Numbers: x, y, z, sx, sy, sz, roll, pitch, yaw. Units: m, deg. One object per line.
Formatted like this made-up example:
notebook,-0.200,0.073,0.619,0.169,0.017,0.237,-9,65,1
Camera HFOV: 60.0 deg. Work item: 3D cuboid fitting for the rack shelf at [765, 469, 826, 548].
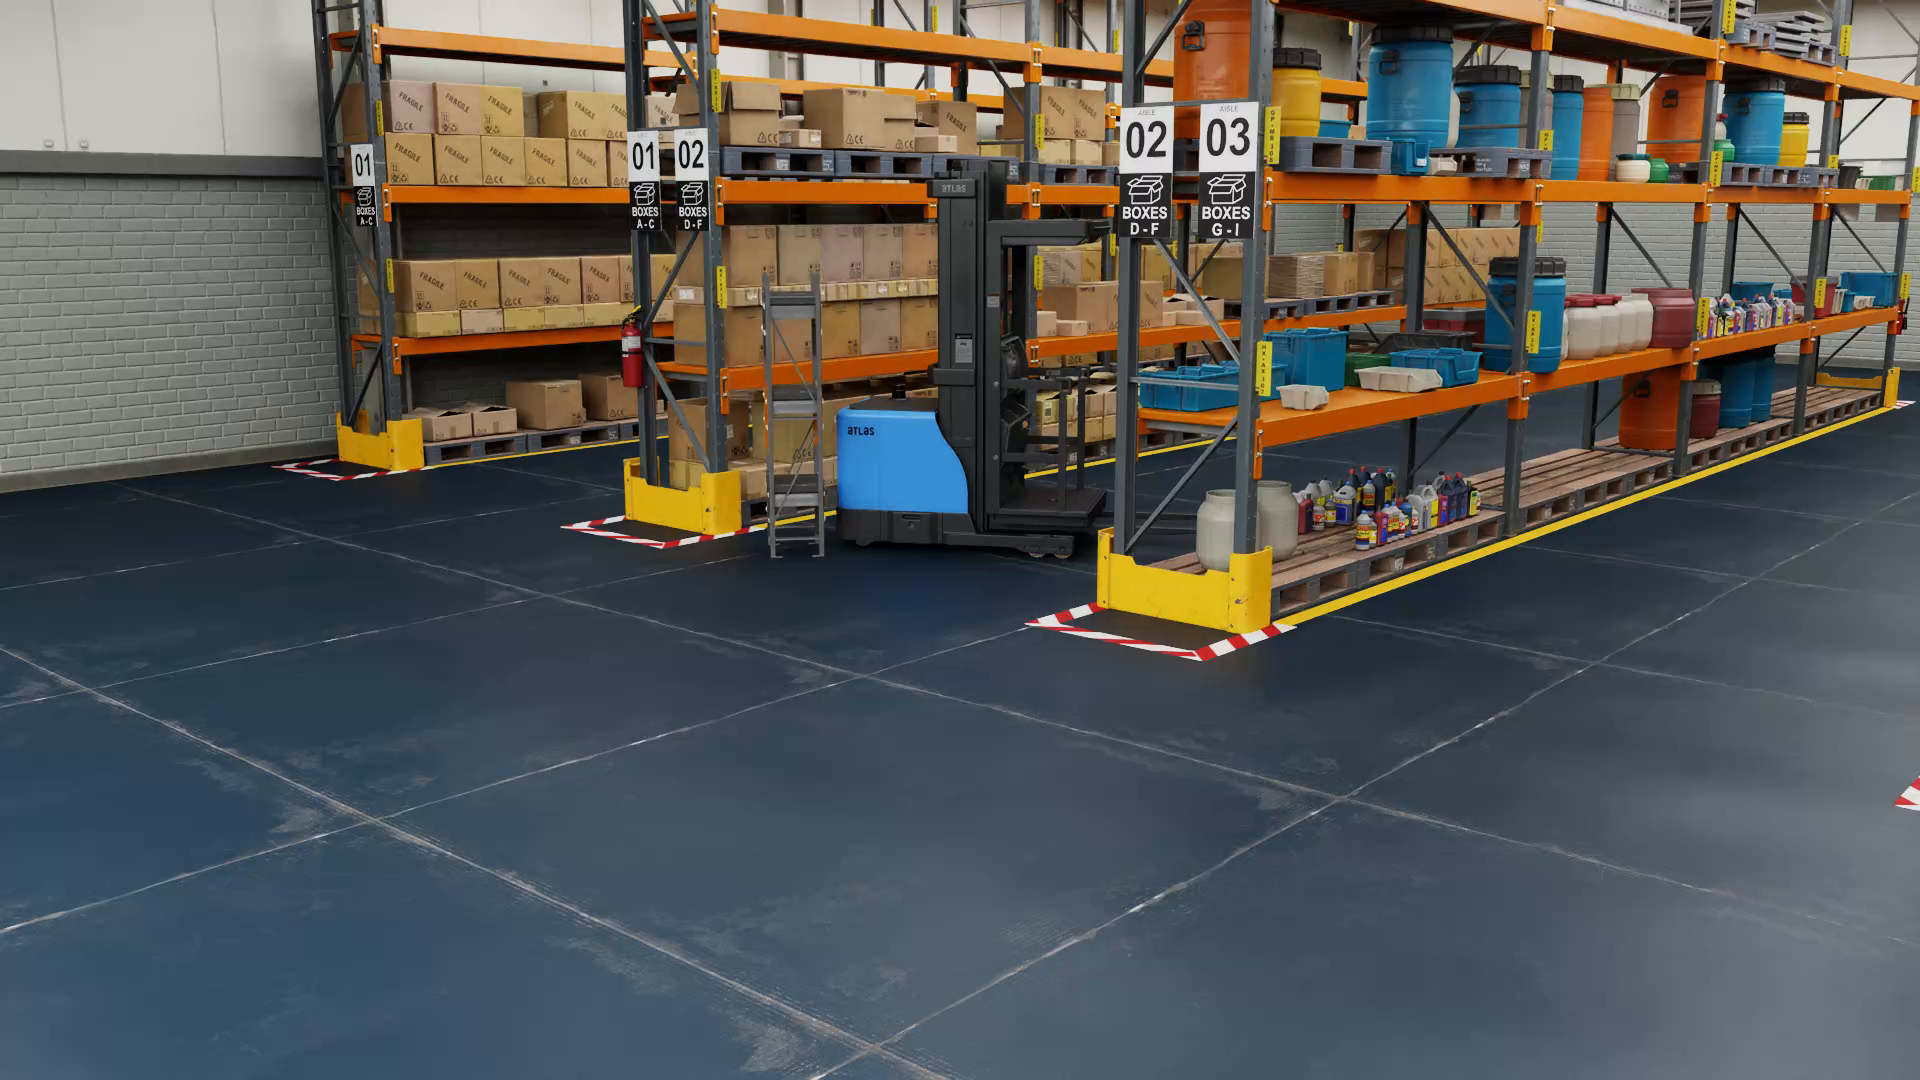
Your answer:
rack shelf,-1.263,-0.246,12.726,0.431,0.518,0.480,-2,11,-9

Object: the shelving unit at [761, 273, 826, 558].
shelving unit,-1.263,-0.946,12.586,0.431,2.100,0.503,-2,11,-9

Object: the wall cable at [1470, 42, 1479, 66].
wall cable,10.573,-8.935,30.005,3.097,2.526,0.112,10,15,40

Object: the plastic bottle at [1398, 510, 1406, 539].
plastic bottle,3.208,-0.118,12.164,0.097,0.201,0.097,0,11,0

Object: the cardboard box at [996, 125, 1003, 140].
cardboard box,0.866,-5.922,24.253,0.500,0.250,0.500,9,15,39

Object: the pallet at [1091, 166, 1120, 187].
pallet,1.865,-3.888,17.844,1.003,0.211,1.213,11,16,43

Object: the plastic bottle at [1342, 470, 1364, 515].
plastic bottle,3.091,-0.381,13.098,0.144,0.351,0.185,9,14,38

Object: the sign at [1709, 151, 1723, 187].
sign,7.118,-3.495,15.659,0.100,0.325,0.005,10,15,40

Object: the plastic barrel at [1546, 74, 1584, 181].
plastic barrel,5.096,-3.569,14.482,0.600,0.901,0.708,10,15,40

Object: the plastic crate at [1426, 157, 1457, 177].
plastic crate,3.304,-2.610,11.635,0.243,0.136,0.396,10,15,40

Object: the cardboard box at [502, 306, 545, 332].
cardboard box,-4.789,-2.368,17.743,0.500,0.250,0.500,9,15,39

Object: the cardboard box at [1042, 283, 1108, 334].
cardboard box,1.208,-2.435,17.489,0.500,0.500,0.500,-11,16,-43

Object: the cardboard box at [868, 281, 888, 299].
cardboard box,-0.863,-2.232,14.817,0.380,0.149,0.250,10,15,41

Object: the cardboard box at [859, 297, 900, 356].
cardboard box,-0.961,-1.953,15.077,0.700,0.500,0.500,10,15,42

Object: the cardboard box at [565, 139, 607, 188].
cardboard box,-4.211,-4.102,18.125,0.500,0.500,0.500,9,14,38

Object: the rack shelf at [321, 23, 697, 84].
rack shelf,-4.702,-5.131,17.770,1.077,0.370,4.000,10,15,40

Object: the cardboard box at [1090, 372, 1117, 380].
cardboard box,1.737,-1.727,18.713,0.500,0.311,0.500,9,15,39

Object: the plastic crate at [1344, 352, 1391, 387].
plastic crate,2.952,-1.290,12.550,0.450,0.188,0.662,10,15,40

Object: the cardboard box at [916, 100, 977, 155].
cardboard box,-0.189,-3.952,15.997,0.500,0.500,0.500,-11,15,-43

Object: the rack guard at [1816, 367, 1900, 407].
rack guard,11.987,-2.102,22.457,1.175,0.500,0.348,10,15,40

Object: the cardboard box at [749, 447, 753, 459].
cardboard box,-1.846,-0.659,14.800,0.500,0.250,0.500,10,15,40

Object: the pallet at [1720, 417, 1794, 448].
pallet,8.800,-1.258,18.971,1.003,0.211,1.213,10,15,40

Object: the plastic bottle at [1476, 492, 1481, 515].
plastic bottle,4.054,-0.307,13.109,0.097,0.201,0.097,0,11,0

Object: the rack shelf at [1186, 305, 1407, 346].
rack shelf,4.302,-2.728,21.046,1.077,0.370,4.000,10,15,40

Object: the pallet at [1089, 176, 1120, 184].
pallet,2.447,-5.561,25.964,1.003,0.211,1.213,10,15,40

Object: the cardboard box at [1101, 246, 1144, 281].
cardboard box,2.269,-4.239,26.012,0.980,0.700,0.700,10,15,41

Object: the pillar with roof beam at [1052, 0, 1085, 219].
pillar with roof beam,4.945,-6.615,23.354,9.100,9.000,0.400,10,15,40

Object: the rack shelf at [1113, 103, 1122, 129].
rack shelf,3.219,-6.702,26.648,1.077,0.370,4.000,10,15,40

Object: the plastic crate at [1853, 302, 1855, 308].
plastic crate,11.030,-2.948,20.833,0.298,0.136,0.250,10,15,40

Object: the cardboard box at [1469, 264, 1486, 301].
cardboard box,7.165,-3.688,23.760,0.500,0.500,0.500,9,15,40

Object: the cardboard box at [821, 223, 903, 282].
cardboard box,-0.941,-2.595,14.979,0.700,0.500,0.500,10,15,40

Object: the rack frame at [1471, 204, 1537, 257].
rack frame,8.263,-3.963,25.395,1.000,3.000,0.127,10,15,40

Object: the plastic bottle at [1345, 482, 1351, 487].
plastic bottle,3.022,-0.315,12.973,0.097,0.271,0.097,0,11,0

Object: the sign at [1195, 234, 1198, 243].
sign,4.126,-5.139,28.870,0.100,0.325,0.005,10,15,40

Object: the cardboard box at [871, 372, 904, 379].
cardboard box,-1.178,-2.303,22.344,0.700,0.500,0.500,10,15,41

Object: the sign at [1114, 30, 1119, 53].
sign,2.314,-7.385,24.623,0.100,0.325,0.005,10,15,40

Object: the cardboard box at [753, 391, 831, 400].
cardboard box,-1.520,-1.101,15.098,0.500,0.500,0.500,10,15,40

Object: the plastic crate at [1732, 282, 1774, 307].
plastic crate,9.393,-2.868,19.800,0.392,0.384,0.575,10,15,40

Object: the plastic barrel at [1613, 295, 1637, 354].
plastic barrel,5.903,-1.959,15.076,0.421,0.512,0.421,0,11,0

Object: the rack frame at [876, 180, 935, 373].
rack frame,-0.742,-3.426,22.706,1.000,3.000,0.127,10,15,40

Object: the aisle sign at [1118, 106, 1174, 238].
aisle sign,1.149,-2.271,10.285,0.394,0.787,0.004,10,15,40

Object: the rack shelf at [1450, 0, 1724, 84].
rack shelf,5.380,-4.244,14.342,1.077,0.370,4.000,10,15,40

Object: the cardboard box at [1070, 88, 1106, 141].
cardboard box,1.137,-4.341,17.025,0.500,0.500,0.500,-10,15,-42

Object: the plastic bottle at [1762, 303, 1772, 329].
plastic bottle,8.749,-2.445,18.112,0.152,0.276,0.135,10,15,40

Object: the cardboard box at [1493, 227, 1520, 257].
cardboard box,8.175,-4.401,24.782,0.500,0.500,0.500,10,15,40

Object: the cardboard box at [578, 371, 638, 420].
cardboard box,-4.037,-1.670,19.171,0.500,0.500,0.500,8,14,36

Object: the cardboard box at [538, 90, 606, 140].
cardboard box,-4.200,-4.589,18.010,0.500,0.500,0.500,9,14,38

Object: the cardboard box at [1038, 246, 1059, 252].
cardboard box,1.101,-4.336,24.283,0.500,0.250,0.500,10,15,41

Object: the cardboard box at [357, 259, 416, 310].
cardboard box,-5.871,-2.650,17.237,0.500,0.500,0.500,10,15,40

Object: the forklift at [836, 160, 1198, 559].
forklift,0.609,-1.411,12.795,3.031,2.935,1.130,2,12,12

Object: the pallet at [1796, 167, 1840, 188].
pallet,8.896,-3.984,18.324,1.213,0.211,1.003,10,15,40

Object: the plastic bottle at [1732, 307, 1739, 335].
plastic bottle,8.026,-2.274,17.236,0.061,0.283,0.133,10,15,40

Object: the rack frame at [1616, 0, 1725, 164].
rack frame,6.700,-5.087,15.706,1.000,3.000,0.127,10,15,40

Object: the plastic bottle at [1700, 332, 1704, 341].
plastic bottle,7.326,-2.117,16.483,0.097,0.271,0.097,0,11,0

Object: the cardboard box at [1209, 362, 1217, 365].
cardboard box,3.423,-1.944,20.545,0.500,0.500,0.500,11,15,43

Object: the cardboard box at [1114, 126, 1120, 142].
cardboard box,2.580,-6.103,25.593,0.500,0.500,0.500,10,15,40

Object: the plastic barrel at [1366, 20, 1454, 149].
plastic barrel,3.322,-3.347,12.299,0.600,0.901,0.708,10,15,40
